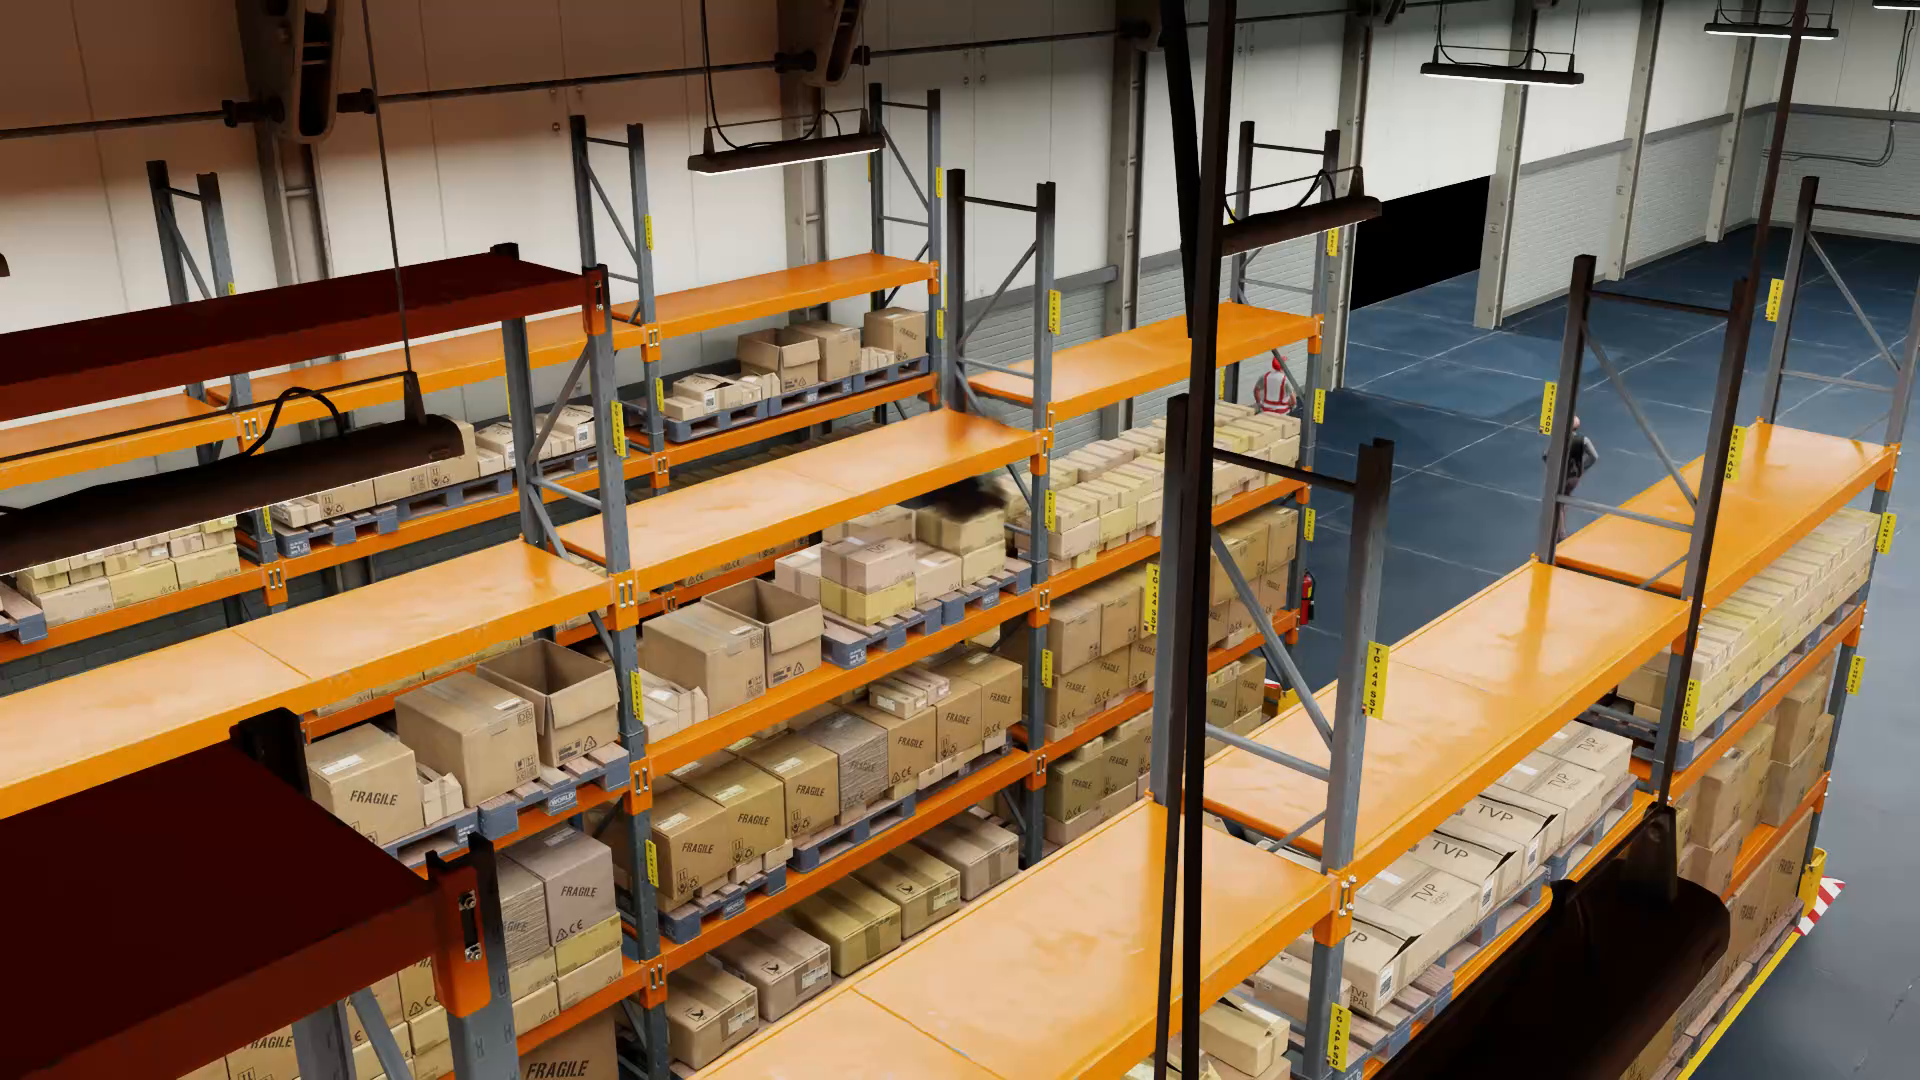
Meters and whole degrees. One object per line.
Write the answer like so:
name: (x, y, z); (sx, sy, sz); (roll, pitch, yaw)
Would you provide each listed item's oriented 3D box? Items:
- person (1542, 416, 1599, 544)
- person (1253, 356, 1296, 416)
person: (7.860, -0.774, 21.664); (0.641, 1.783, 0.720); (-1, 21, -3)
person: (4.634, -1.879, 24.506); (0.676, 1.724, 0.675); (13, 25, 30)
